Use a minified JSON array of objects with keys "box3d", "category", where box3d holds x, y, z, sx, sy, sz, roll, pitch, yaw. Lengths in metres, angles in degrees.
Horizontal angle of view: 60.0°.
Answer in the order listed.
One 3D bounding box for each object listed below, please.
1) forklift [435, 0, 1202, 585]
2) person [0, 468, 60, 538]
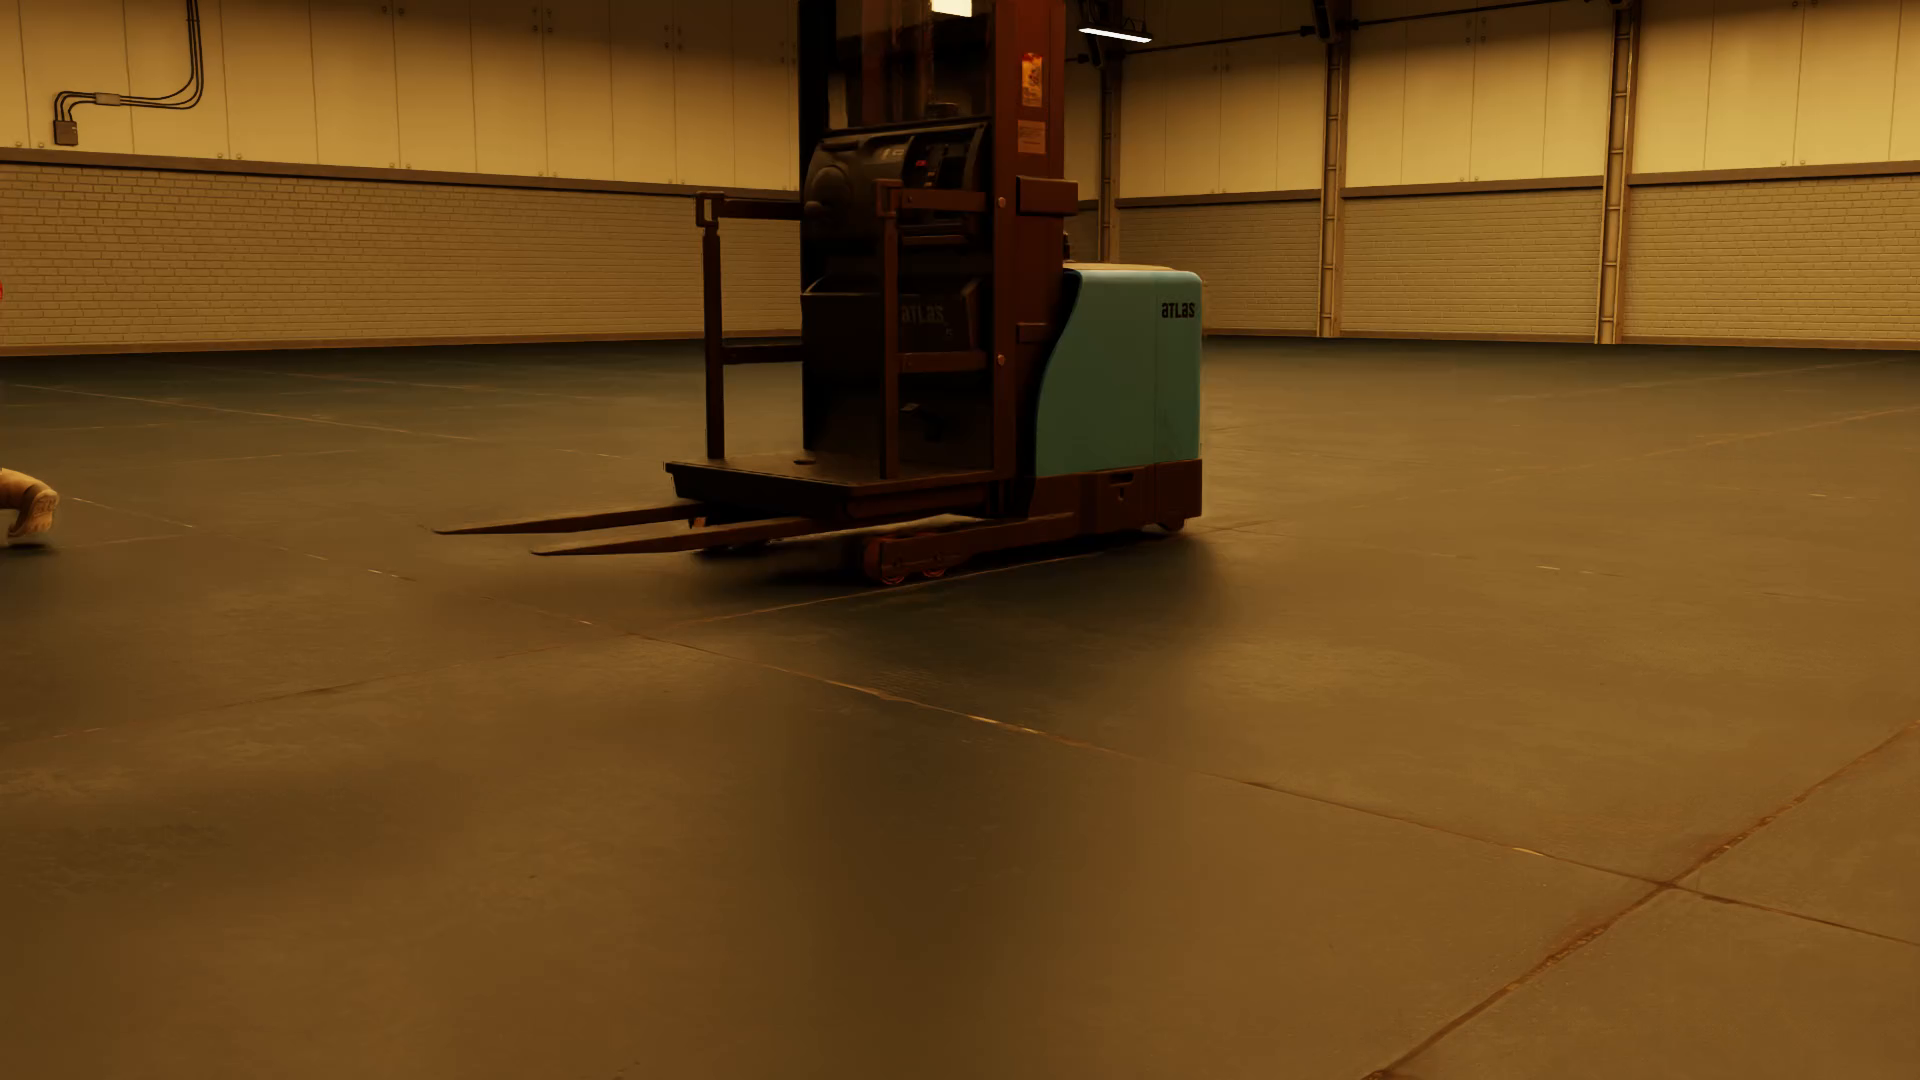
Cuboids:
[{"box3d":[-0.400,-1.381,6.042,3.031,2.935,1.130,-8,12,-44],"category":"forklift"},{"box3d":[-4.002,-0.647,6.289,0.984,1.477,0.825,-2,9,-11],"category":"person"}]
